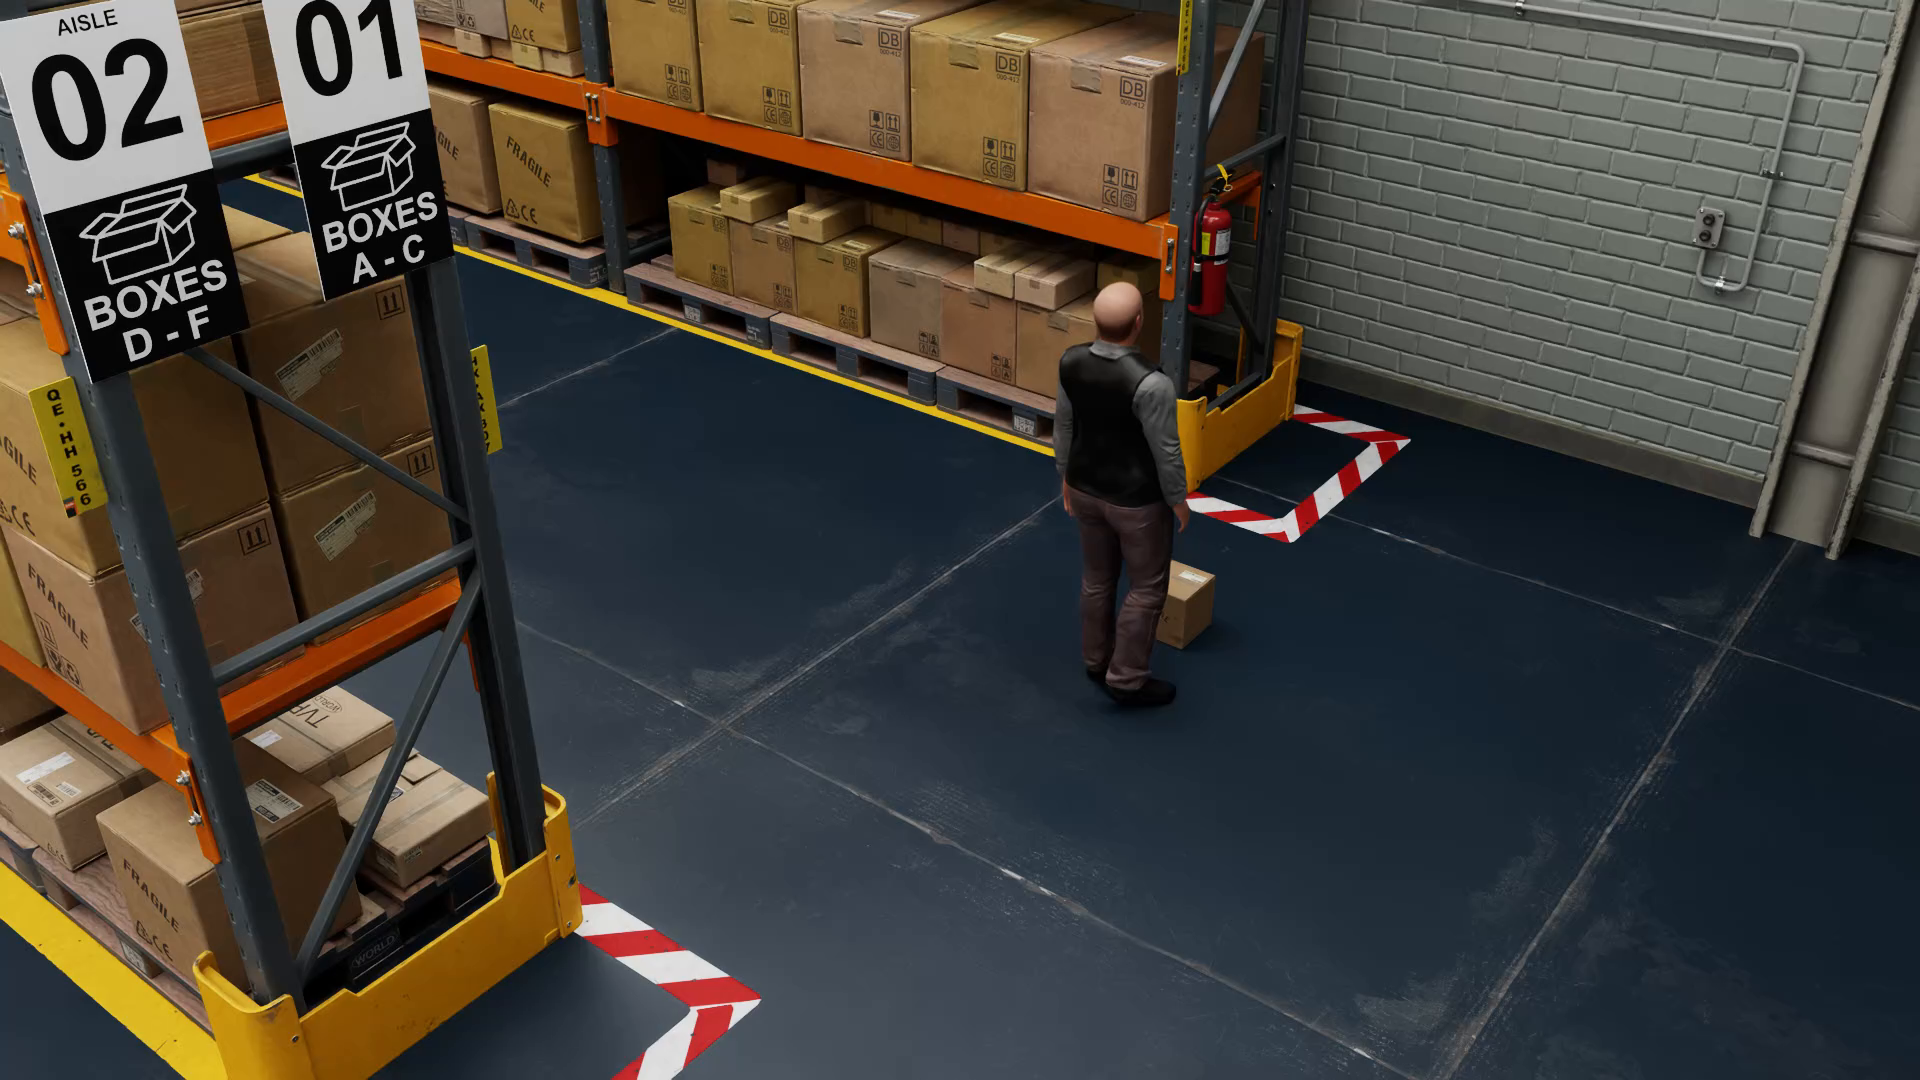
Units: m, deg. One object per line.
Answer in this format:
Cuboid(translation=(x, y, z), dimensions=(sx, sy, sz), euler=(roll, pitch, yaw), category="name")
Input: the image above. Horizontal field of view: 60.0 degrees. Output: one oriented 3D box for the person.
Cuboid(translation=(0.637, -0.181, 6.433), dimensions=(0.566, 1.747, 0.405), euler=(25, 39, 36), category="person")
